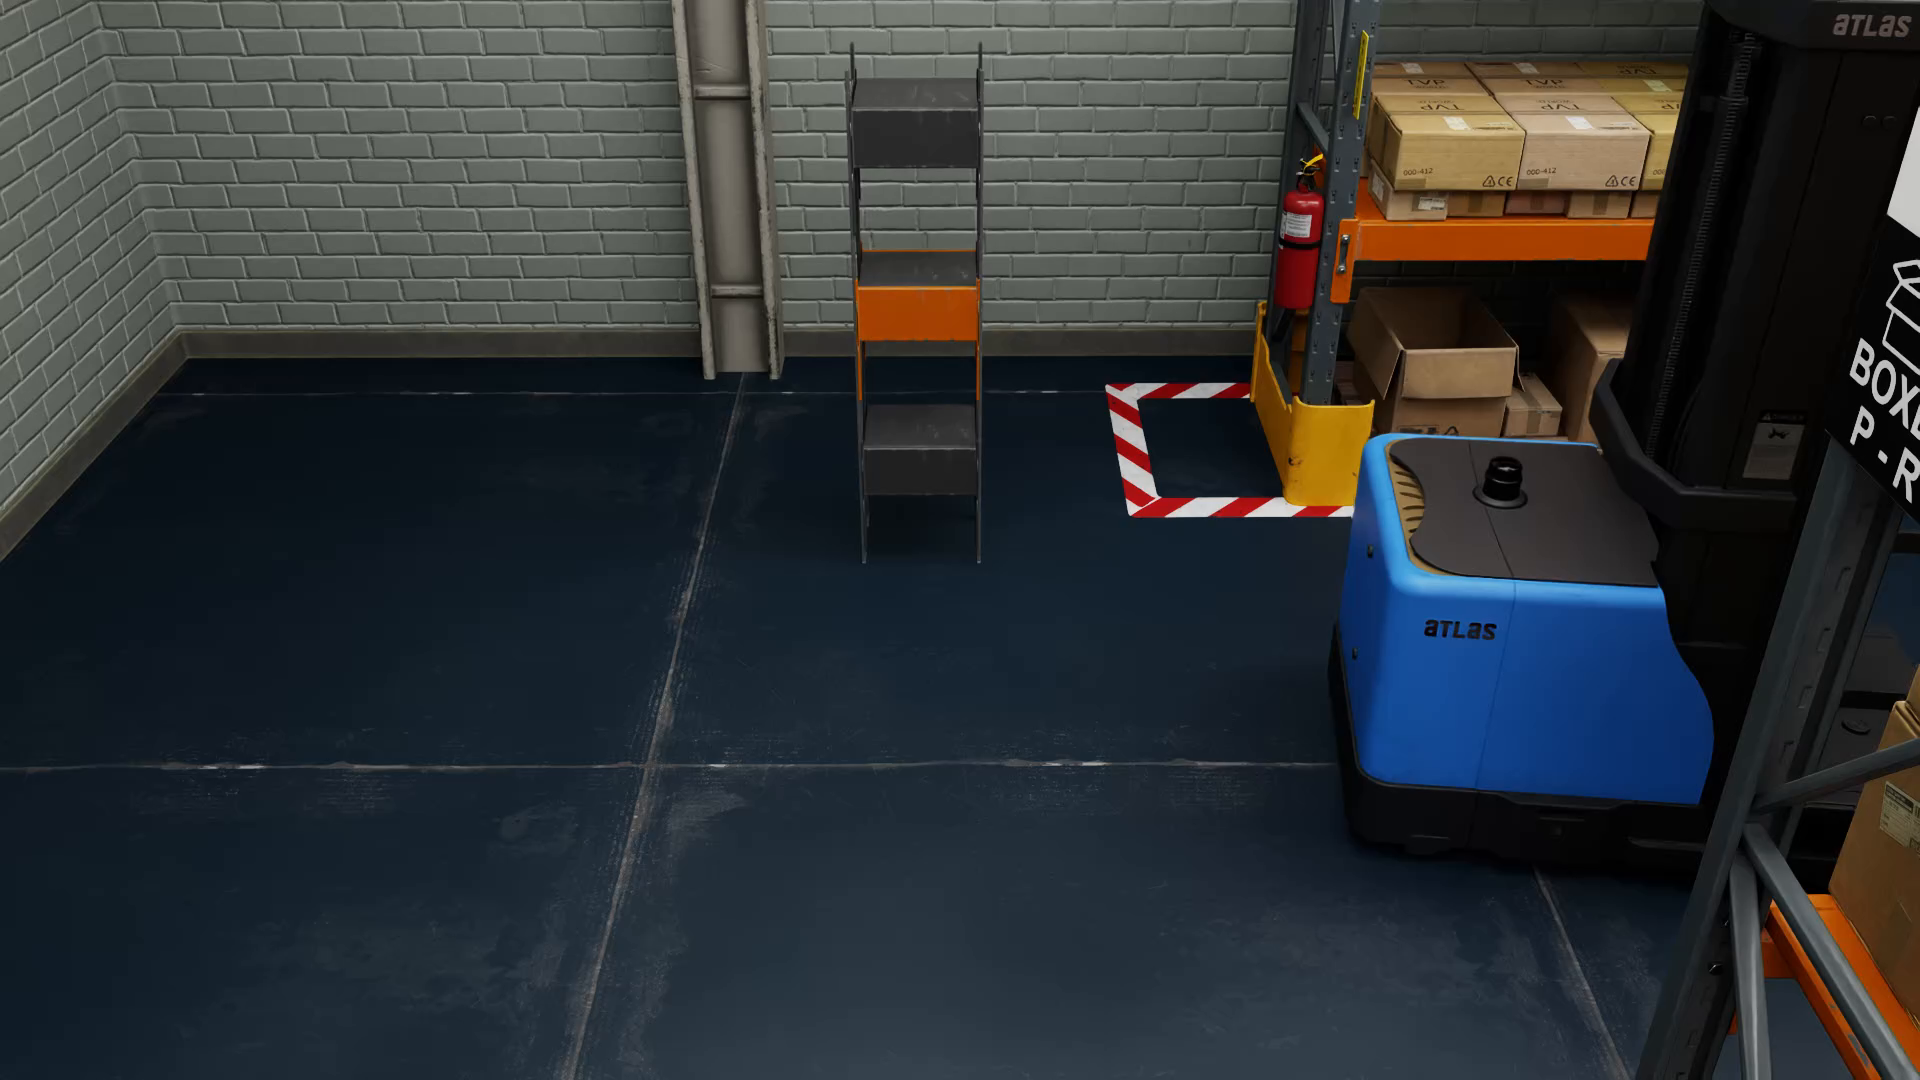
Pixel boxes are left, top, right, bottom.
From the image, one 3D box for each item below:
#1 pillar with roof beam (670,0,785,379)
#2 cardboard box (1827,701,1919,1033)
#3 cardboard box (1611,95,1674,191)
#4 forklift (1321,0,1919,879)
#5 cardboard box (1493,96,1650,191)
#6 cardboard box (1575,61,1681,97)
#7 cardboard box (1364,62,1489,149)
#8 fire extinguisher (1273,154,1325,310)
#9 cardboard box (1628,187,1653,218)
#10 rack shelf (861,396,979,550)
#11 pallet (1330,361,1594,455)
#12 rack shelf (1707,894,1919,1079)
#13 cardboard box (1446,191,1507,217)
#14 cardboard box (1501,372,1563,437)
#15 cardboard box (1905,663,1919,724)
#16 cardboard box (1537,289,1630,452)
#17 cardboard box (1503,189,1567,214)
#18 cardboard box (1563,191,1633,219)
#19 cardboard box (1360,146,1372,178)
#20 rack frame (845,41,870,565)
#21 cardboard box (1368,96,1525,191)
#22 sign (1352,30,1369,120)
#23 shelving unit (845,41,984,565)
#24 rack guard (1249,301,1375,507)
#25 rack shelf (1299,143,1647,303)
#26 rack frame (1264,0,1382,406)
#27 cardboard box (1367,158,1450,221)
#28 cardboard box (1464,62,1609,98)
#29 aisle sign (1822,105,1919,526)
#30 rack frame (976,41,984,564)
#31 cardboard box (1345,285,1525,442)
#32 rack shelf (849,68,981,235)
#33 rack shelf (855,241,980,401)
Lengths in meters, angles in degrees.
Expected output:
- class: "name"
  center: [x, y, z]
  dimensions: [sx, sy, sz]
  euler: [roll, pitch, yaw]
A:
- class: "pillar with roof beam"
  center: [-1.107, -2.529, 2.743]
  dimensions: [0.400, 9.000, 9.100]
  euler: [0, 31, 0]
- class: "cardboard box"
  center: [2.083, 0.655, 3.182]
  dimensions: [0.500, 0.500, 0.500]
  euler: [0, 31, 0]
- class: "cardboard box"
  center: [3.035, -1.668, 6.965]
  dimensions: [0.500, 0.250, 0.500]
  euler: [-1, 31, -1]
- class: "forklift"
  center: [2.850, -0.408, 5.096]
  dimensions: [3.031, 2.935, 1.130]
  euler: [1, 31, 2]
- class: "cardboard box"
  center: [2.528, -1.664, 6.959]
  dimensions: [0.500, 0.250, 0.500]
  euler: [0, 31, 0]
- class: "cardboard box"
  center: [3.038, -1.940, 7.414]
  dimensions: [0.500, 0.250, 0.500]
  euler: [1, 31, 1]
- class: "cardboard box"
  center: [2.027, -1.940, 7.414]
  dimensions: [0.500, 0.250, 0.500]
  euler: [1, 31, 1]
- class: "fire extinguisher"
  center: [1.425, -1.305, 6.943]
  dimensions: [0.183, 0.674, 0.296]
  euler: [0, 31, 0]
- class: "cardboard box"
  center: [2.935, -1.506, 7.082]
  dimensions: [0.250, 0.149, 0.380]
  euler: [0, 31, 0]
- class: "rack shelf"
  center: [-0.166, -0.287, 7.075]
  dimensions: [0.480, 0.518, 0.431]
  euler: [0, 31, 0]
- class: "pallet"
  center: [2.442, -0.549, 7.951]
  dimensions: [1.213, 0.211, 1.003]
  euler: [0, 31, 0]
- class: "rack shelf"
  center: [3.603, 1.138, 3.176]
  dimensions: [4.000, 0.370, 1.077]
  euler: [0, 31, 0]
- class: "cardboard box"
  center: [2.153, -1.514, 7.096]
  dimensions: [0.250, 0.149, 0.380]
  euler: [1, 31, 1]
- class: "cardboard box"
  center: [2.606, -0.632, 7.744]
  dimensions: [0.250, 0.149, 0.380]
  euler: [-1, 31, -2]
- class: "cardboard box"
  center: [2.083, 0.242, 2.900]
  dimensions: [0.500, 0.500, 0.500]
  euler: [1, 31, 1]
- class: "cardboard box"
  center: [3.036, -0.784, 7.655]
  dimensions: [0.500, 0.500, 0.700]
  euler: [1, 31, 2]
- class: "cardboard box"
  center: [2.416, -1.533, 7.127]
  dimensions: [0.250, 0.149, 0.380]
  euler: [-1, 31, -1]
- class: "cardboard box"
  center: [2.669, -1.502, 7.076]
  dimensions: [0.250, 0.149, 0.380]
  euler: [1, 31, 1]
- class: "cardboard box"
  center: [1.899, -1.771, 7.519]
  dimensions: [0.250, 0.149, 0.380]
  euler: [-1, 31, -1]
- class: "rack frame"
  center: [-0.410, -0.896, 6.703]
  dimensions: [0.015, 2.100, 0.400]
  euler: [0, 31, 0]
- class: "cardboard box"
  center: [2.024, -1.663, 6.956]
  dimensions: [0.500, 0.250, 0.500]
  euler: [0, 31, 0]
- class: "sign"
  center: [1.572, -1.826, 6.534]
  dimensions: [0.005, 0.325, 0.100]
  euler: [0, 31, 0]
- class: "shelving unit"
  center: [-0.166, -0.897, 6.704]
  dimensions: [0.503, 2.100, 0.431]
  euler: [0, 31, 0]
- class: "rack guard"
  center: [1.645, -0.669, 7.871]
  dimensions: [0.348, 0.500, 1.175]
  euler: [0, 31, 0]
- class: "rack shelf"
  center: [3.569, -1.437, 7.419]
  dimensions: [4.000, 0.370, 1.077]
  euler: [0, 31, 0]
- class: "rack frame"
  center: [1.569, -1.738, 7.223]
  dimensions: [0.127, 3.000, 1.000]
  euler: [0, 31, 0]
- class: "cardboard box"
  center: [1.899, -1.489, 7.055]
  dimensions: [0.250, 0.149, 0.380]
  euler: [0, 31, -1]
- class: "cardboard box"
  center: [2.543, -1.941, 7.415]
  dimensions: [0.500, 0.250, 0.500]
  euler: [0, 31, 0]
- class: "aisle sign"
  center: [1.529, -0.435, 2.569]
  dimensions: [0.004, 0.787, 0.394]
  euler: [0, 31, 0]
- class: "rack frame"
  center: [0.078, -0.898, 6.706]
  dimensions: [0.015, 2.100, 0.400]
  euler: [0, 31, 0]
- class: "cardboard box"
  center: [2.181, -0.803, 7.683]
  dimensions: [0.637, 0.503, 0.797]
  euler: [-1, 31, -2]
- class: "rack shelf"
  center: [-0.166, -1.484, 6.348]
  dimensions: [0.480, 0.518, 0.431]
  euler: [0, 31, 0]
- class: "rack shelf"
  center: [-0.166, -0.885, 6.712]
  dimensions: [0.480, 0.518, 0.431]
  euler: [0, 31, 0]
